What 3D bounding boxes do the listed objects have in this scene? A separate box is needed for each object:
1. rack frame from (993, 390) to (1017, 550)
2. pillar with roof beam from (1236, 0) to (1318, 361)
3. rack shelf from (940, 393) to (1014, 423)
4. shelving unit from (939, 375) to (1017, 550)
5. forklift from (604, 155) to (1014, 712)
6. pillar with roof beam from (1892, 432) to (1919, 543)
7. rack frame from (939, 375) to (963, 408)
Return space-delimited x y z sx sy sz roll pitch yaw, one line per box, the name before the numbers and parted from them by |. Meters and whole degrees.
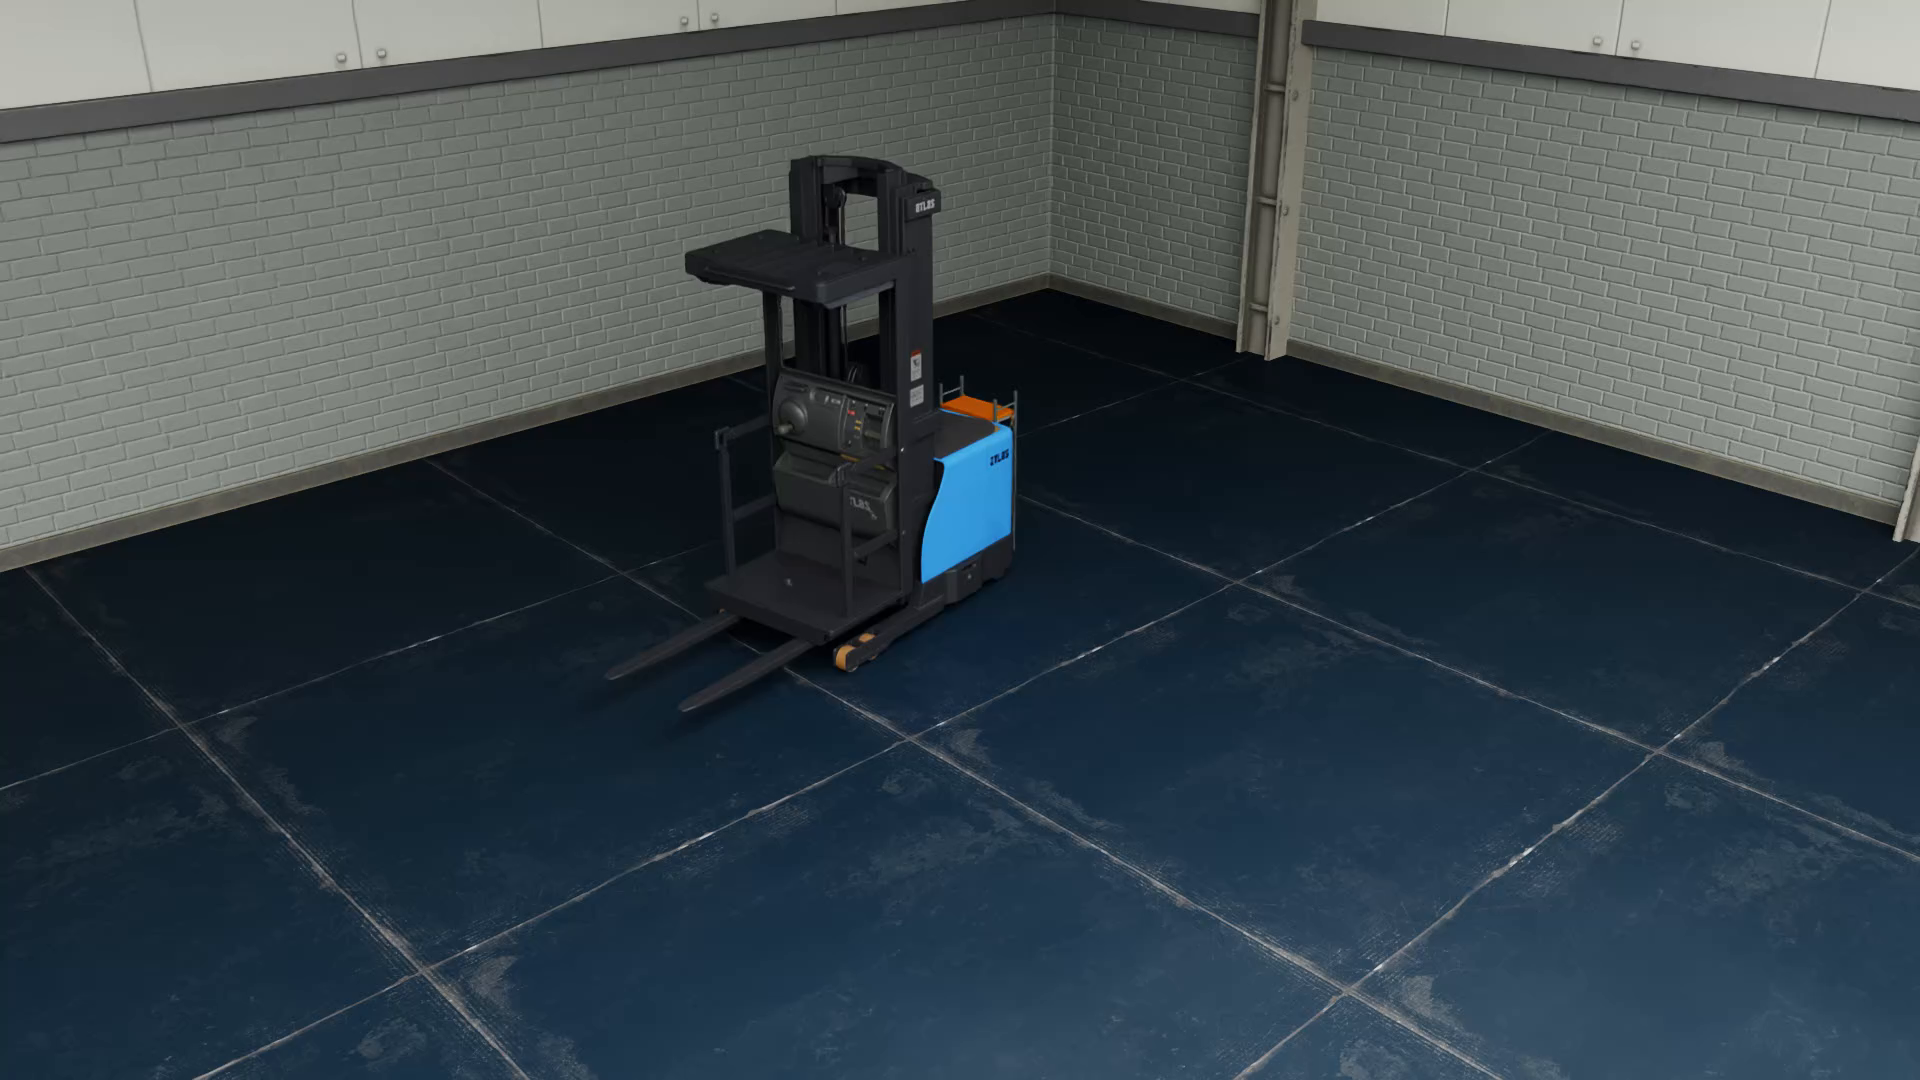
rack frame | 0.309 -0.441 11.568 0.015 1.200 0.240 20 31 36
pillar with roof beam | -0.242 -4.677 11.457 9.100 9.000 0.400 -21 32 -38
rack shelf | 0.124 -0.865 11.550 0.480 0.148 0.258 20 31 36
shelving unit | 0.124 -0.507 11.713 0.503 1.200 0.258 20 31 36
forklift | -0.918 -0.748 10.156 1.130 2.935 3.031 17 30 33
pillar with roof beam | 3.859 -2.859 7.472 9.100 9.000 0.400 -21 32 -38
rack frame | -0.061 -0.573 11.858 0.015 1.200 0.240 20 31 36
